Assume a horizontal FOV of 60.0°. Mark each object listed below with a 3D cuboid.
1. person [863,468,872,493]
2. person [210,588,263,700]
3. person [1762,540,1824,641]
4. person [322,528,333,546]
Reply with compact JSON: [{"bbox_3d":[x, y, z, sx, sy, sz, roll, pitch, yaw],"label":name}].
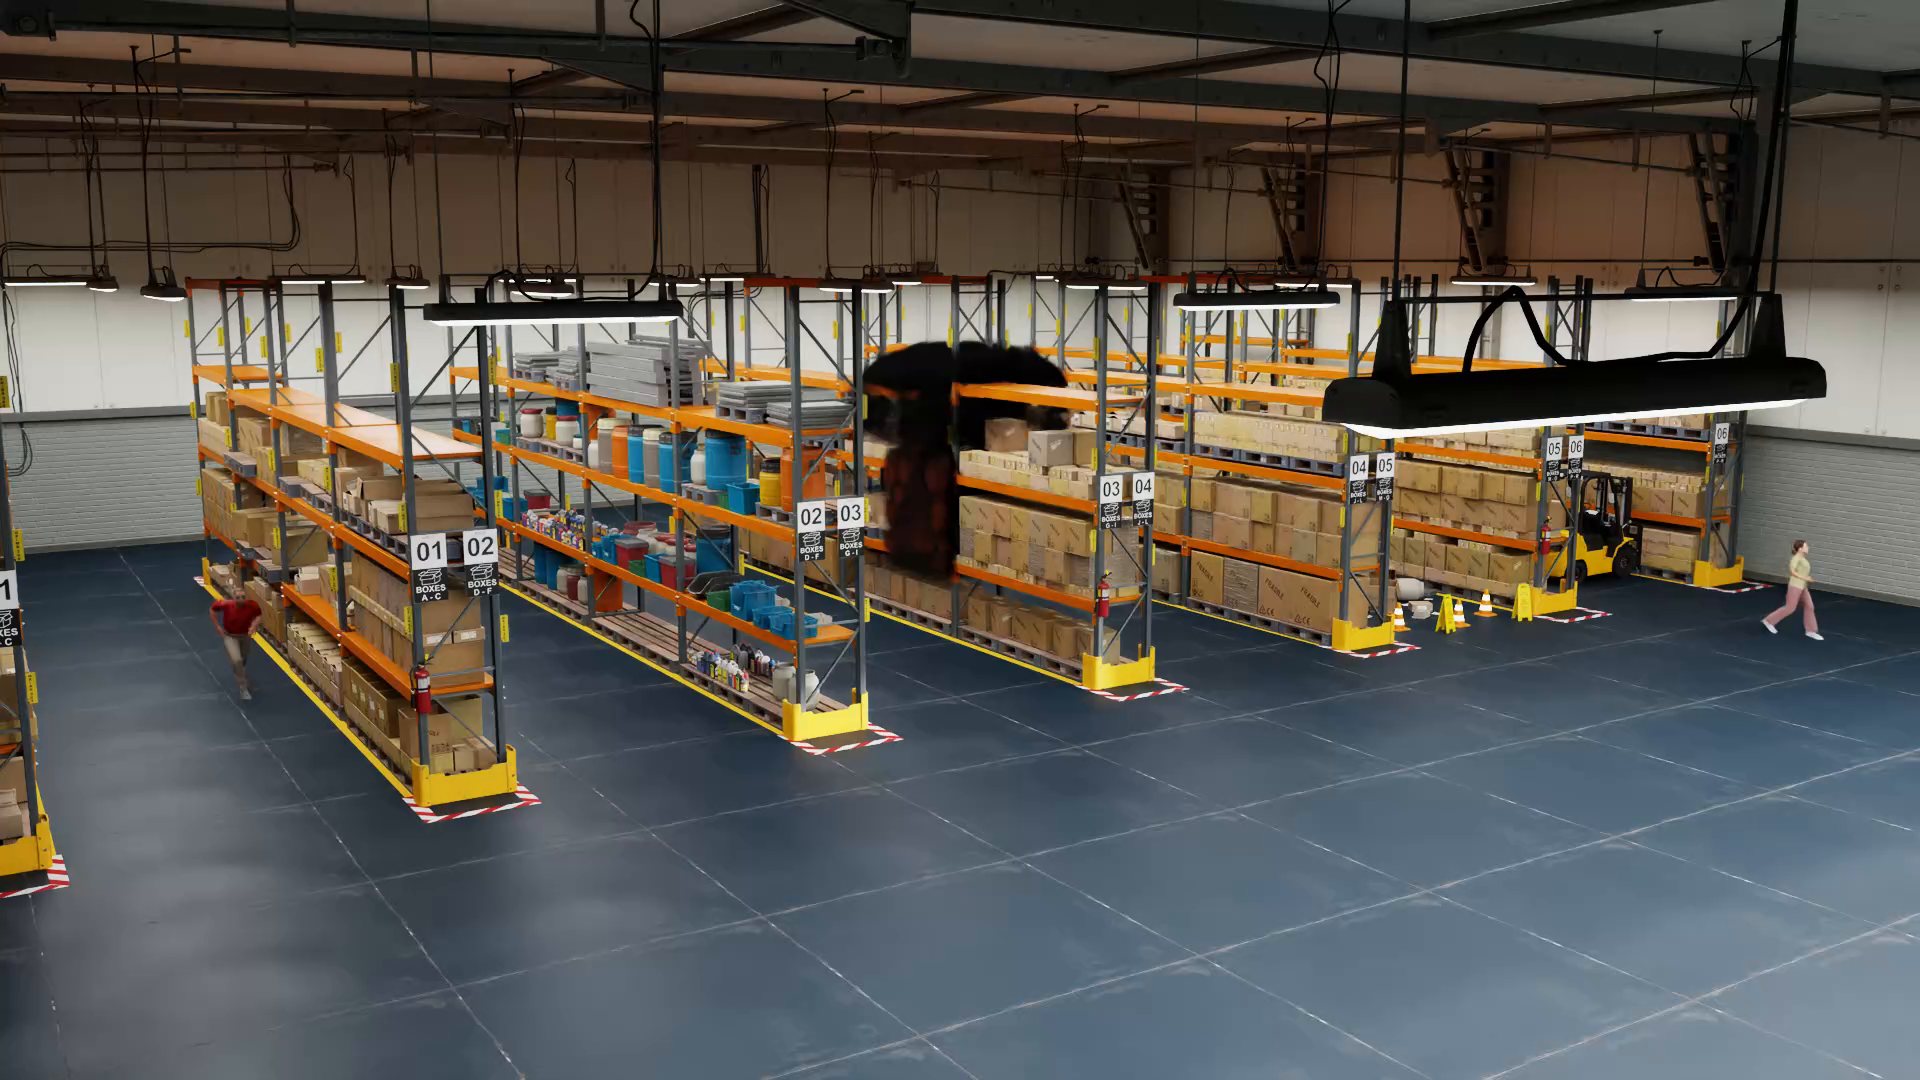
[{"bbox_3d":[-2.271,-0.841,38.171,0.580,1.658,1.044,-3,10,-20],"label":"person"},{"bbox_3d":[-10.640,1.474,24.481,0.705,1.695,1.008,-6,11,-31],"label":"person"},{"bbox_3d":[14.148,0.816,28.075,0.975,1.666,0.616,8,12,40],"label":"person"},{"bbox_3d":[-12.566,-0.103,33.471,0.671,1.757,0.663,8,12,38],"label":"person"}]
